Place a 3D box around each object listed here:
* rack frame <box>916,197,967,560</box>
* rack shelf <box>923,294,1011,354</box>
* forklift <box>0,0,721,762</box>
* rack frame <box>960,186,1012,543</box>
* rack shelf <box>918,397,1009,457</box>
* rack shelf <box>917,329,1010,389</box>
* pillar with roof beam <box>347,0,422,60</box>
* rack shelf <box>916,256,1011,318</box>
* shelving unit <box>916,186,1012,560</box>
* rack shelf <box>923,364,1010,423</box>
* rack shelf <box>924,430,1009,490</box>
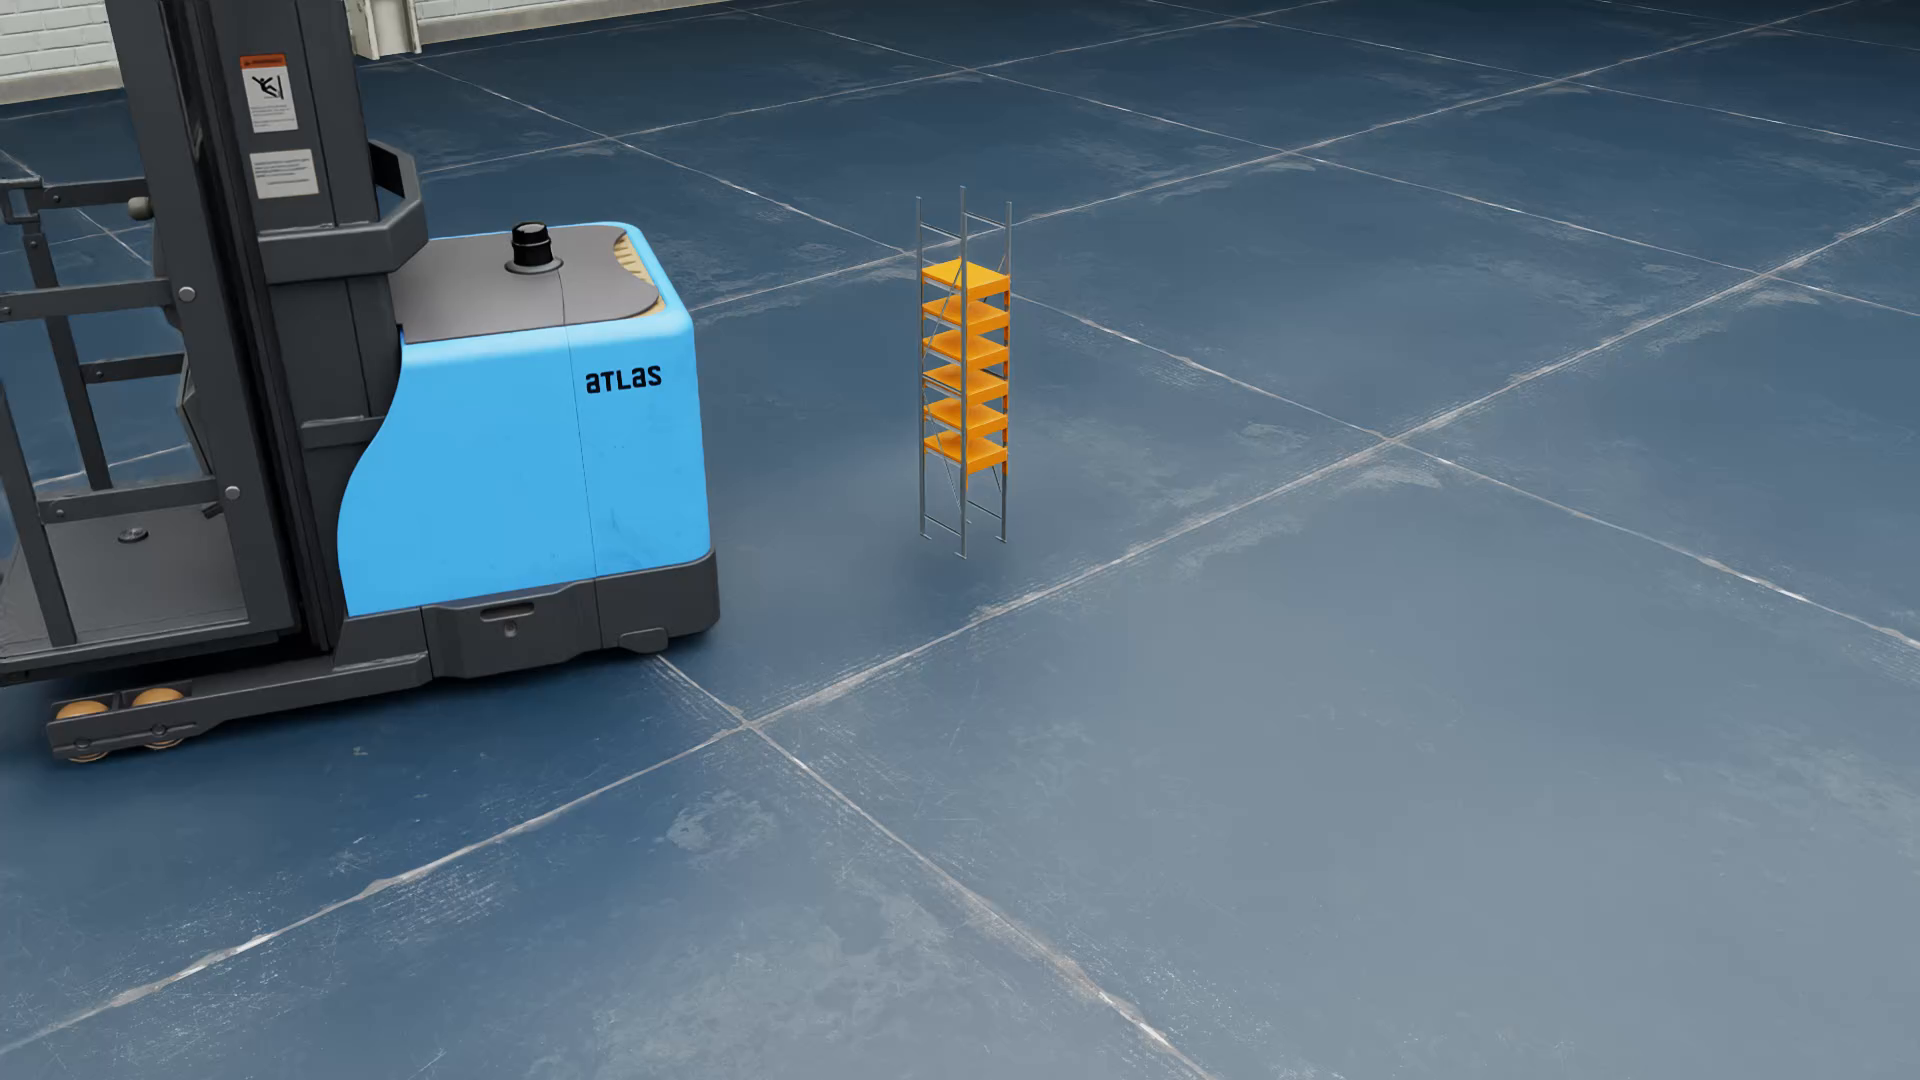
[{"bbox_3d":[-0.059,-0.506,5.423,0.006,1.200,0.240,-22,35,-35],"label":"rack frame"},{"bbox_3d":[0.011,-0.706,5.383,0.180,0.103,0.258,-22,35,-35],"label":"rack shelf"},{"bbox_3d":[-2.317,-0.959,4.435,3.031,2.935,1.130,-9,30,-17],"label":"forklift"},{"bbox_3d":[0.081,-0.562,5.528,0.006,1.200,0.240,-22,35,-35],"label":"rack frame"},{"bbox_3d":[0.011,-0.389,5.553,0.180,0.103,0.258,-22,35,-35],"label":"rack shelf"},{"bbox_3d":[0.011,-0.600,5.440,0.180,0.103,0.258,-22,35,-35],"label":"rack shelf"},{"bbox_3d":[-1.575,-6.154,7.719,0.400,9.000,9.100,-22,35,-35],"label":"pillar with roof beam"},{"bbox_3d":[0.011,-0.812,5.327,0.180,0.103,0.258,-22,35,-35],"label":"rack shelf"},{"bbox_3d":[0.011,-0.534,5.475,0.189,1.200,0.258,-22,35,-35],"label":"shelving unit"},{"bbox_3d":[0.011,-0.494,5.496,0.180,0.103,0.258,-22,35,-35],"label":"rack shelf"},{"bbox_3d":[0.011,-0.283,5.610,0.180,0.103,0.258,-22,35,-35],"label":"rack shelf"}]
